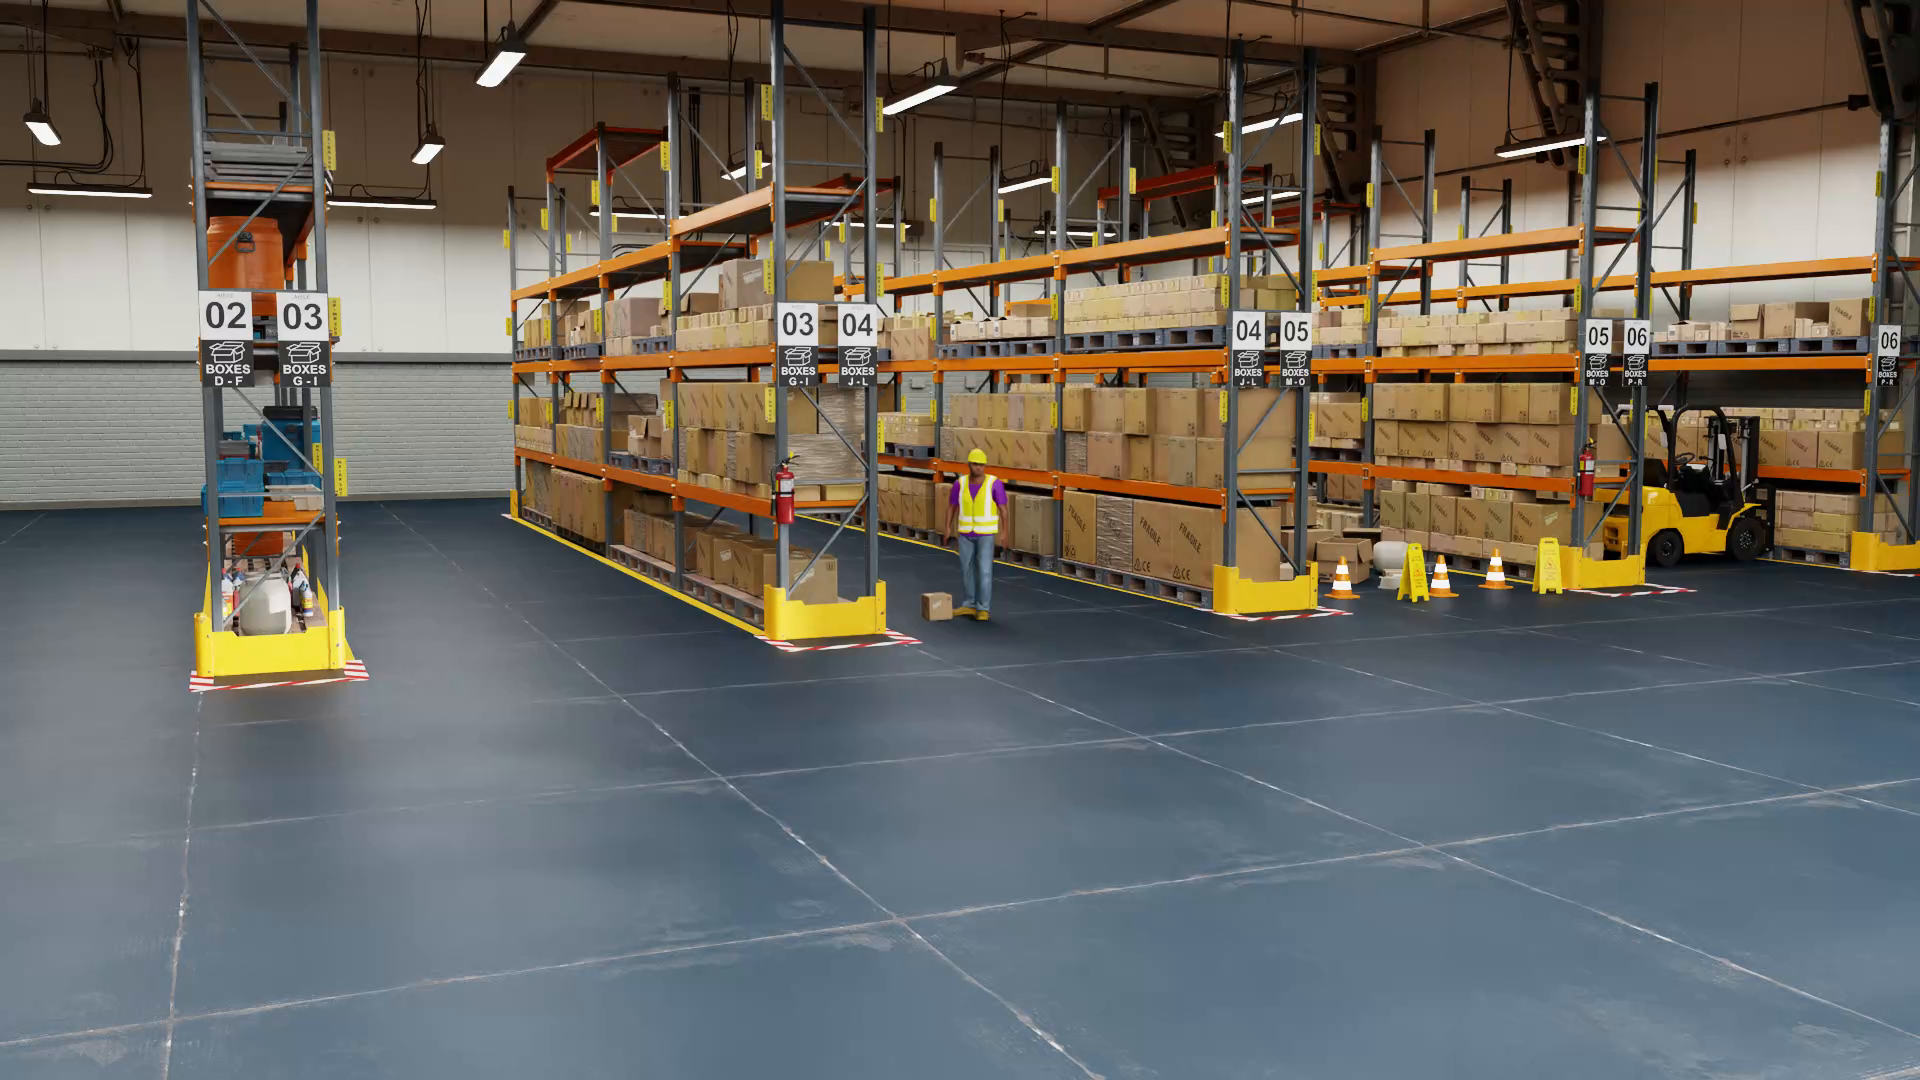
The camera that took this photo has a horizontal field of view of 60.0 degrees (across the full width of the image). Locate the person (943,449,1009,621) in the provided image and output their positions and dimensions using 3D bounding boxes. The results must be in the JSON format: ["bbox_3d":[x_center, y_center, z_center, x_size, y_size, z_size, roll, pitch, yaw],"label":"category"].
[{"bbox_3d":[0.154,-0.056,17.257,0.693,1.775,0.501,2,6,19],"label":"person"}]
